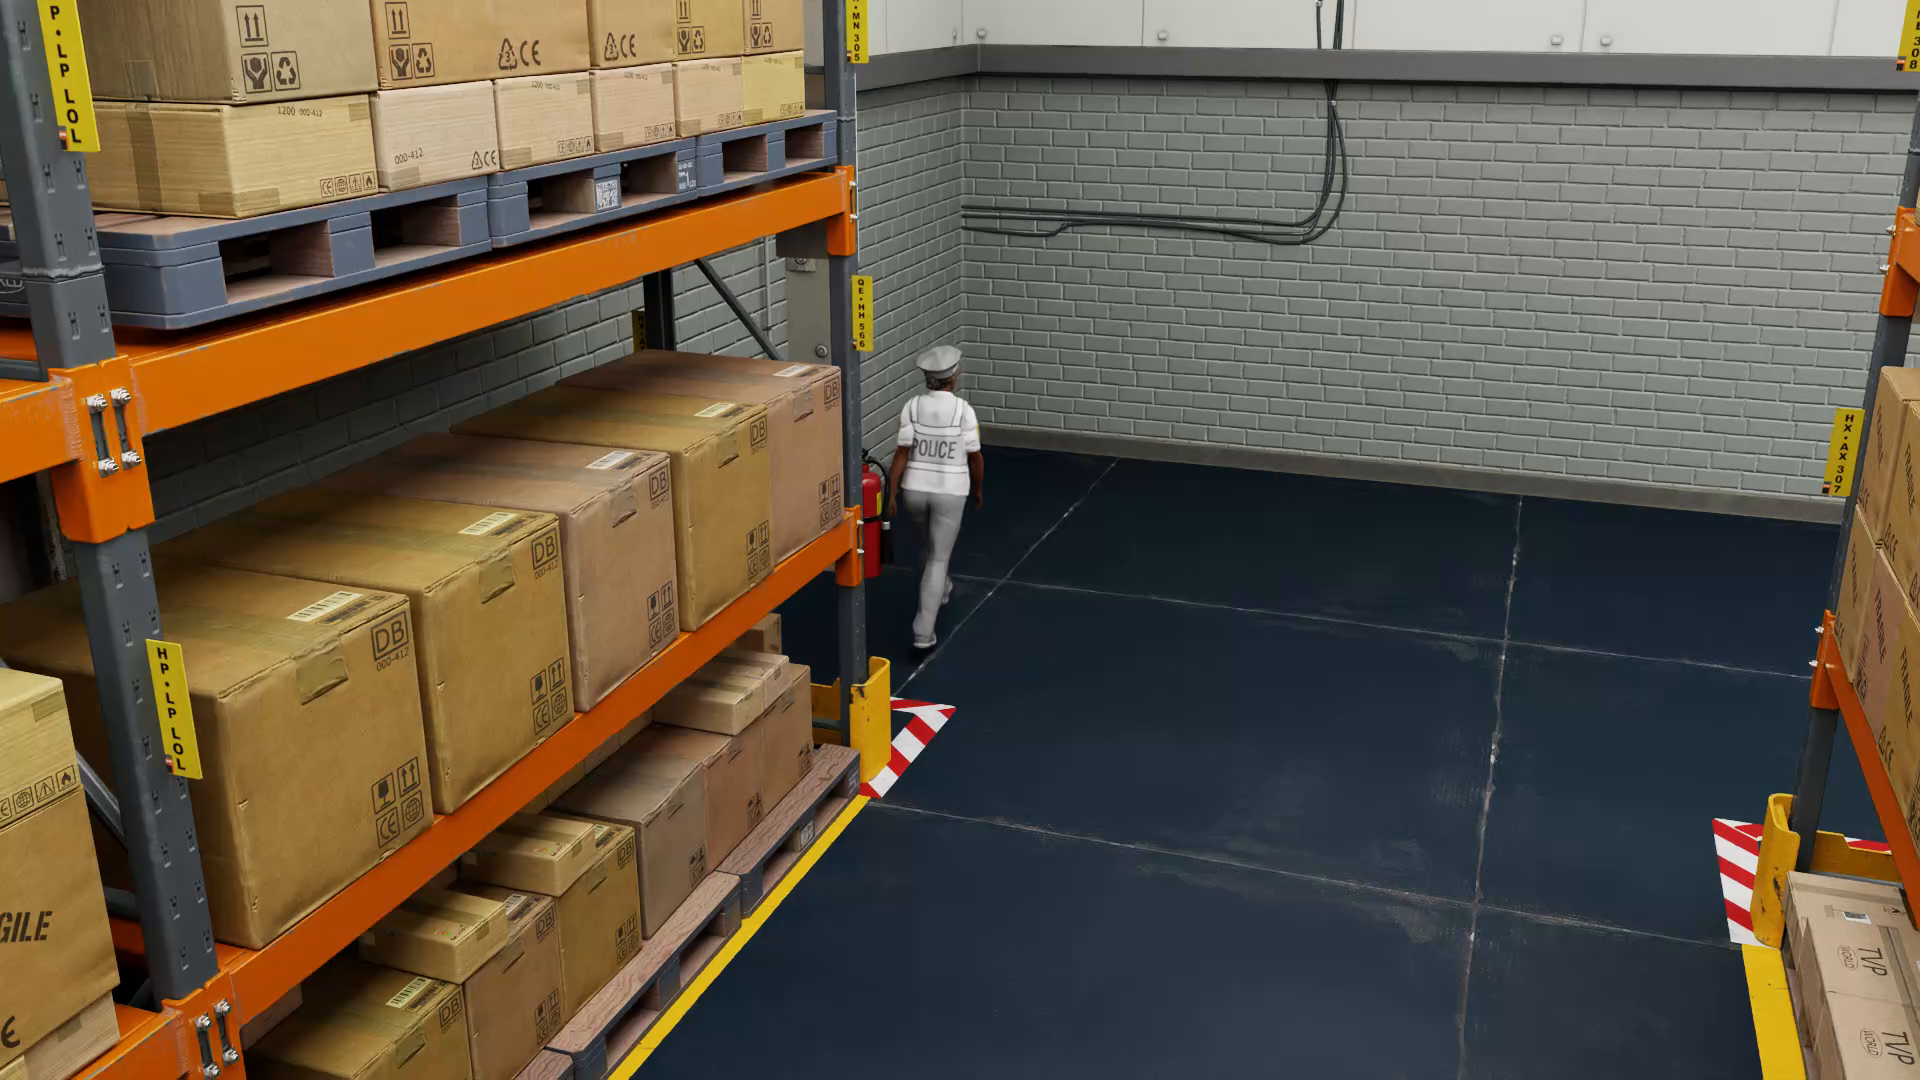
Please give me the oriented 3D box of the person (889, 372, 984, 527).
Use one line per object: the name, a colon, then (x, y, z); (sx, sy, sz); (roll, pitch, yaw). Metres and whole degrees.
person: (-0.122, -0.565, 9.247); (0.484, 0.952, 0.516); (7, 20, 18)
